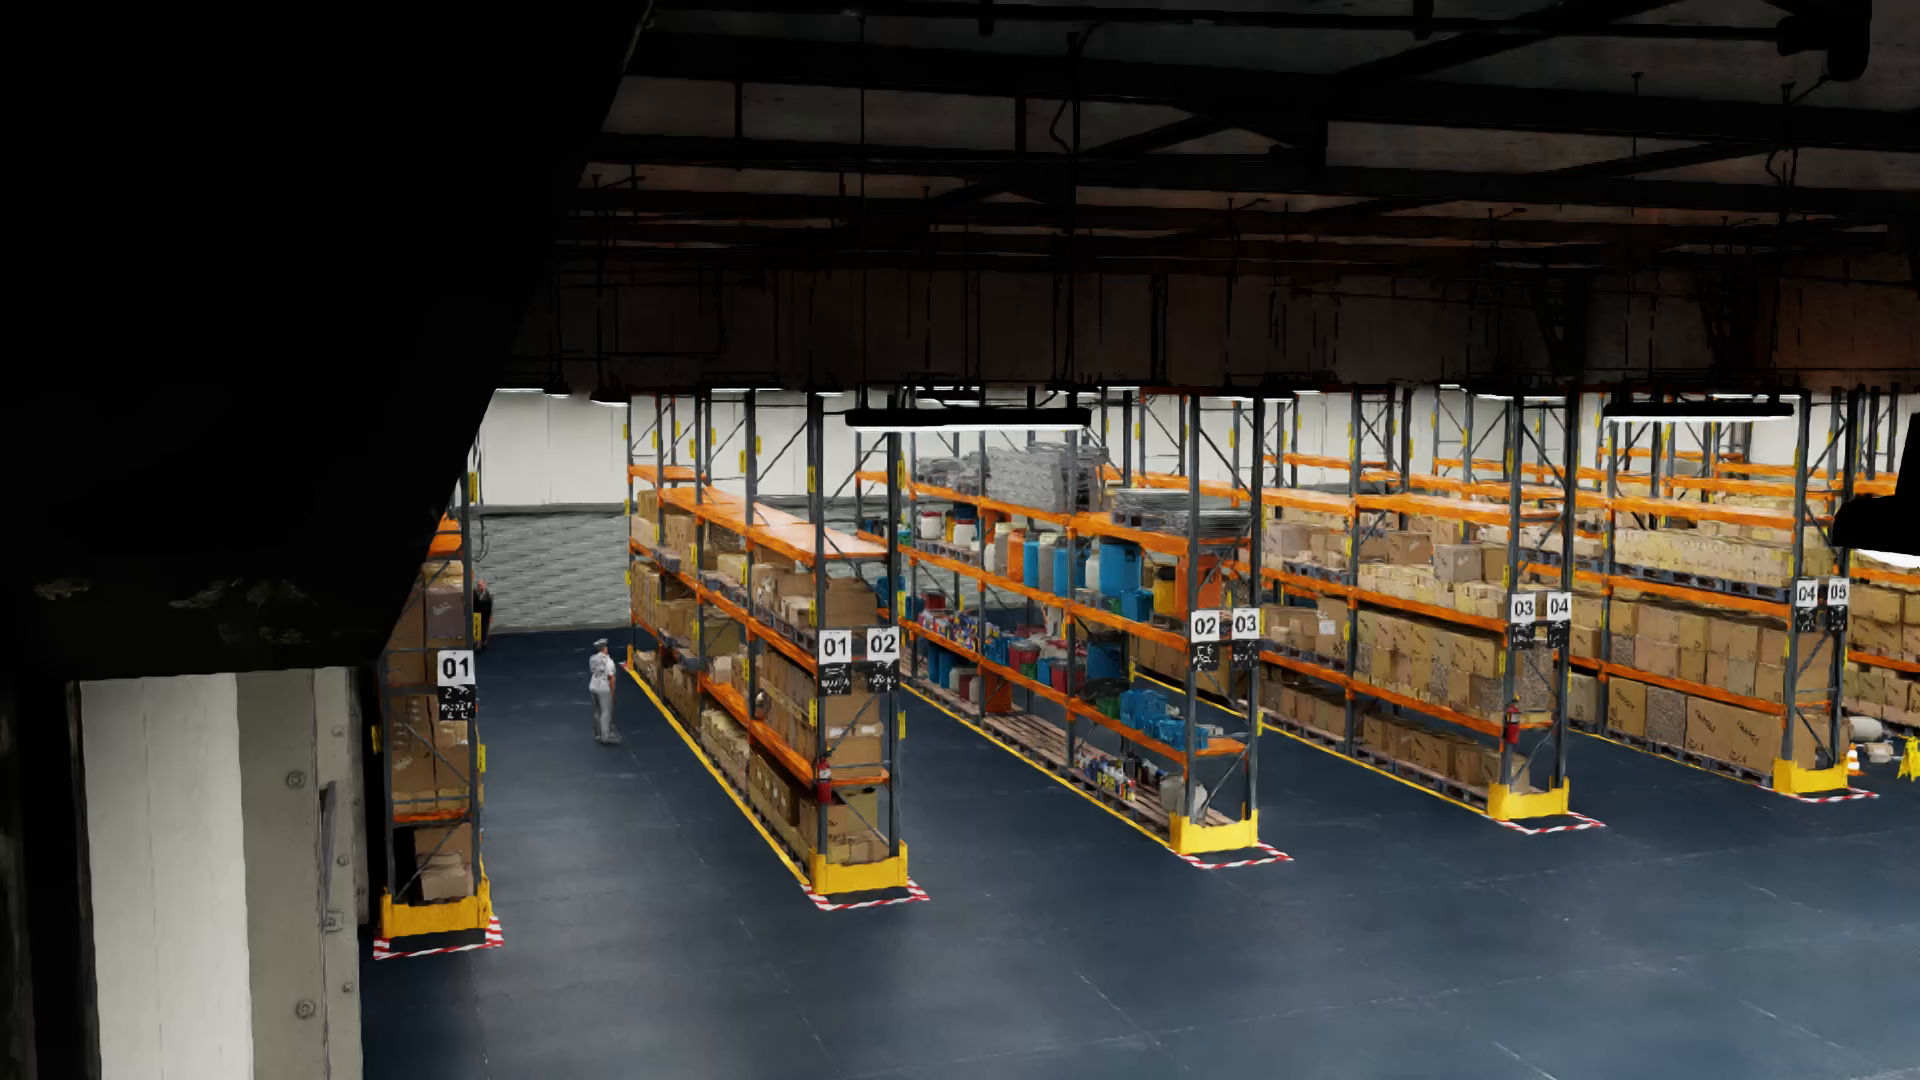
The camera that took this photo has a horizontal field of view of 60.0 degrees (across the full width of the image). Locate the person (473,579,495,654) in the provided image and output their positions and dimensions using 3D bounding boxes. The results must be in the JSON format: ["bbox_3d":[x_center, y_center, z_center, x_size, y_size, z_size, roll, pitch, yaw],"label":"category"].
[{"bbox_3d":[-10.654,1.675,37.084,0.543,1.649,1.119,-2,6,-21],"label":"person"}]

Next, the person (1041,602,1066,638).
[{"bbox_3d":[2.068,1.744,36.731,0.580,1.618,0.507,-2,6,-20],"label":"person"}]

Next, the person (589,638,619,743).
[{"bbox_3d":[-6.009,2.541,28.156,0.593,1.759,0.476,5,8,41],"label":"person"}]
